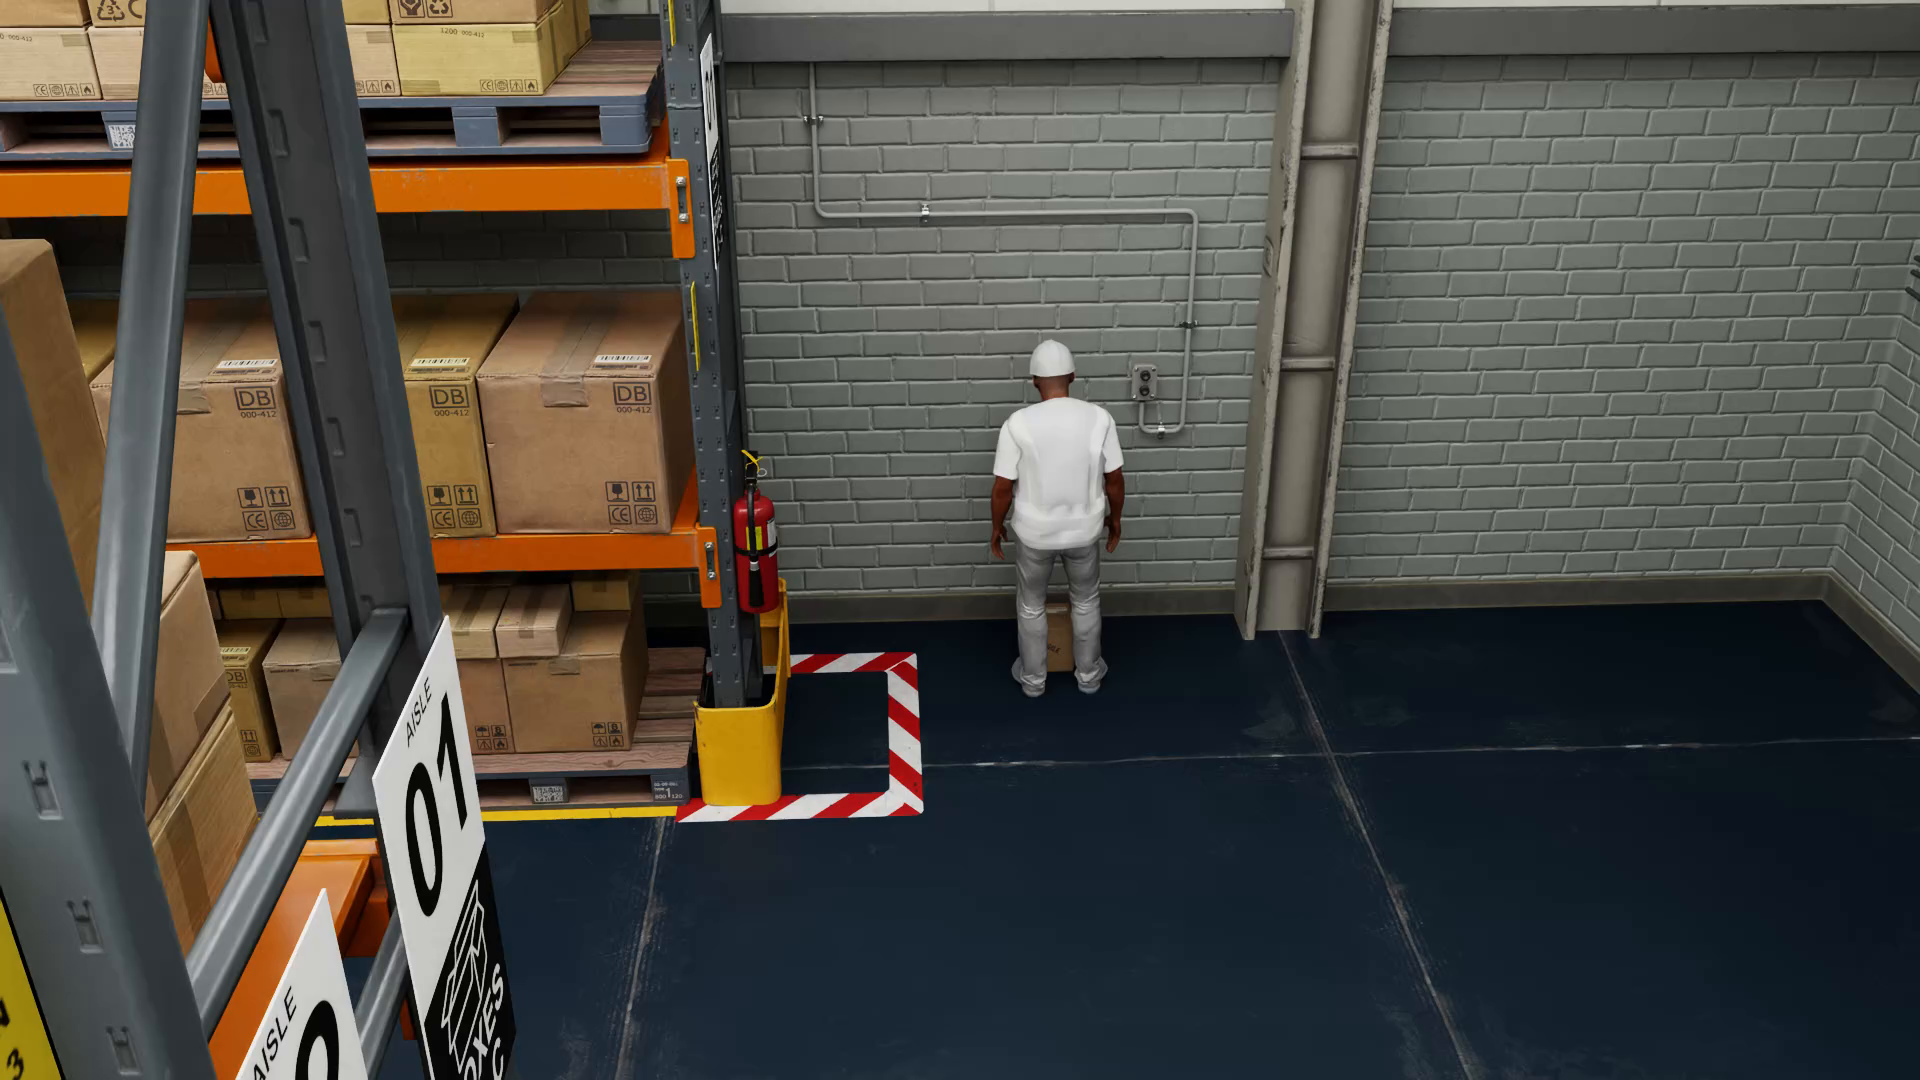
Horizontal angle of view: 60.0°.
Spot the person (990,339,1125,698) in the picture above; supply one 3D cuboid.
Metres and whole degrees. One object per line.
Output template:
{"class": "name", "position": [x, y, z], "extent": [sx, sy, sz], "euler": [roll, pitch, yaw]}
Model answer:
{"class": "person", "position": [0.448, -0.078, 7.751], "extent": [0.629, 1.759, 0.460], "euler": [-3, 28, -5]}
